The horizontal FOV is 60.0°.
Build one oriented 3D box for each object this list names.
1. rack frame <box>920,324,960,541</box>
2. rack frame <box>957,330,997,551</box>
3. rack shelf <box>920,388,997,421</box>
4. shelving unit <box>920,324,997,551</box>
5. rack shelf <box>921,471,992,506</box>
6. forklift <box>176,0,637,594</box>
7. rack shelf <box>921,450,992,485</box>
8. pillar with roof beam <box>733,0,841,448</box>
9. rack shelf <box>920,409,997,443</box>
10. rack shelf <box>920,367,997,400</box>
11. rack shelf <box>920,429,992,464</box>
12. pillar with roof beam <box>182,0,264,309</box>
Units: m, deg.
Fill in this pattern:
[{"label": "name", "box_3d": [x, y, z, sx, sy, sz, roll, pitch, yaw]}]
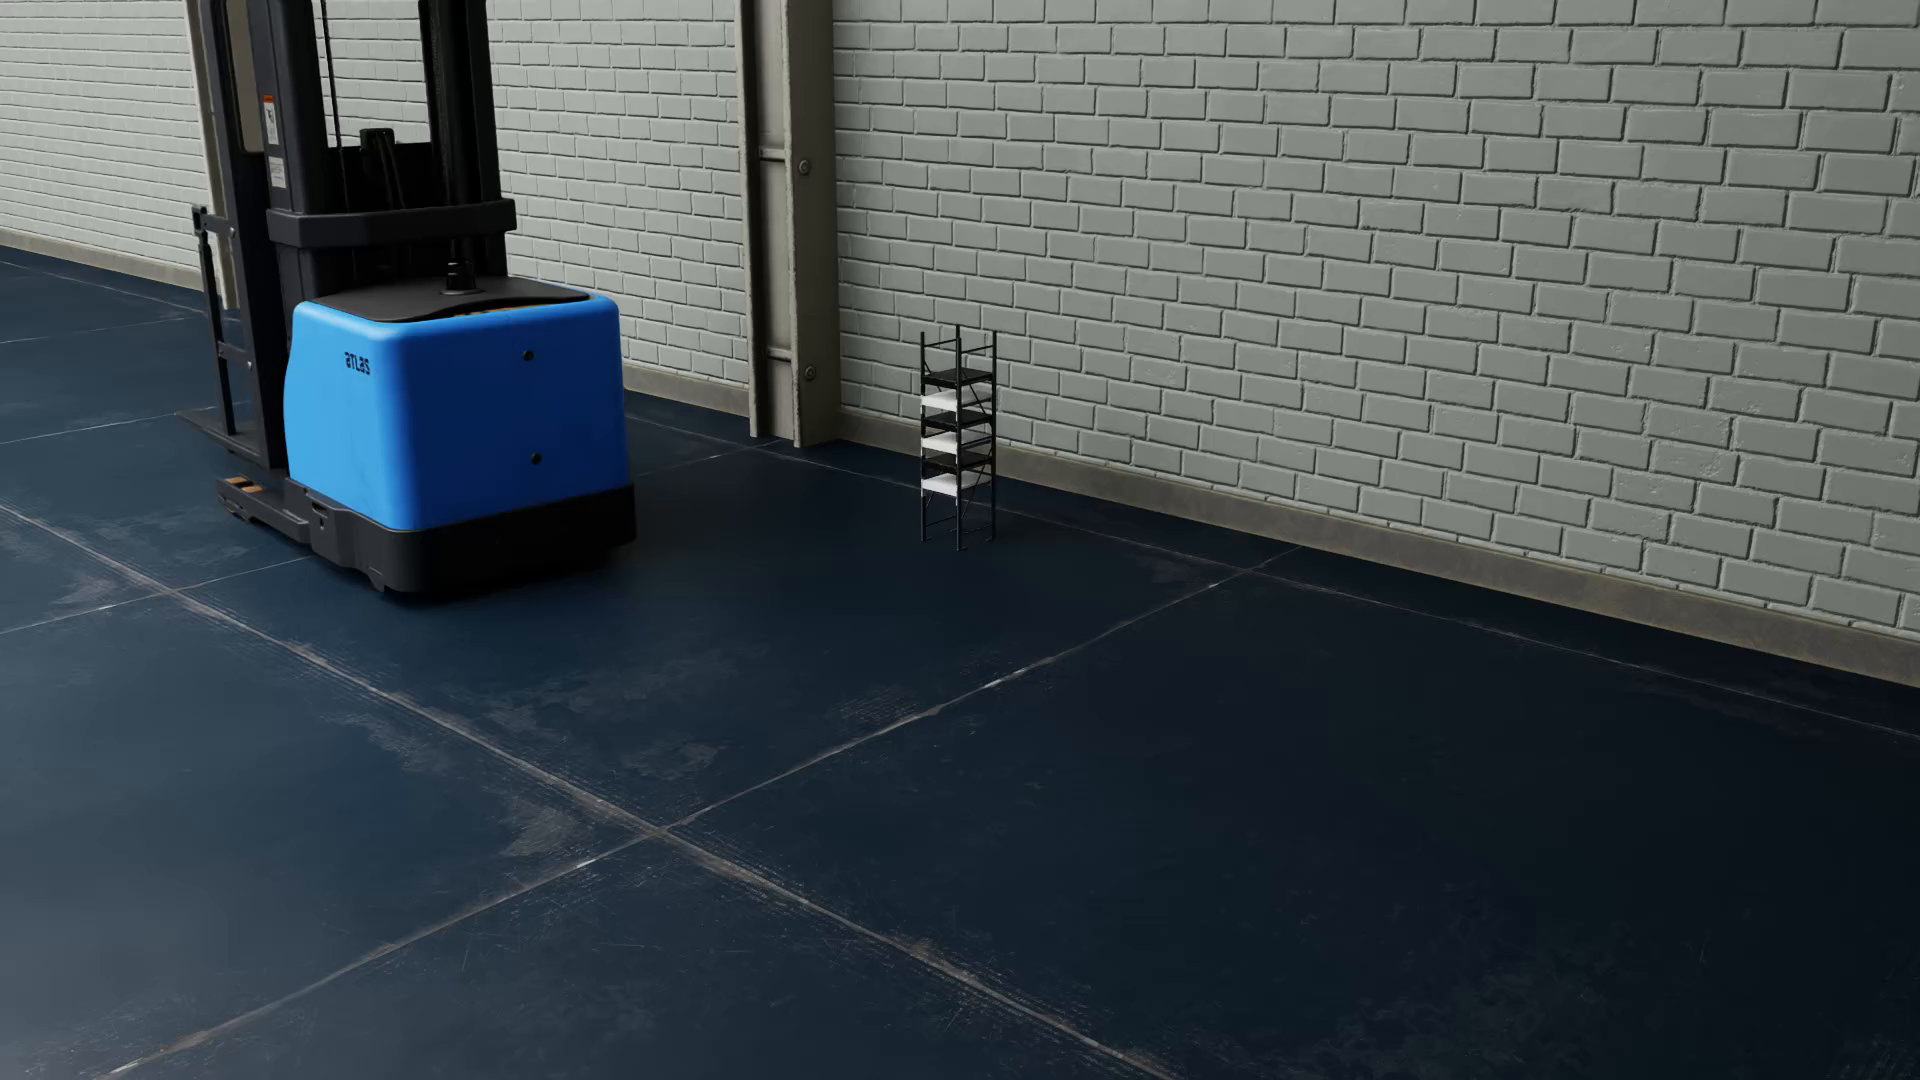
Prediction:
[{"label": "rack frame", "box_3d": [-0.082, -0.451, 7.045, 0.006, 0.900, 0.240, 15, 23, 39]}, {"label": "rack frame", "box_3d": [0.070, -0.410, 6.916, 0.006, 0.900, 0.240, 15, 23, 39]}, {"label": "rack shelf", "box_3d": [-0.006, -0.570, 6.936, 0.200, 0.077, 0.258, 15, 23, 39]}, {"label": "shelving unit", "box_3d": [-0.006, -0.431, 6.981, 0.210, 0.900, 0.258, 15, 23, 39]}, {"label": "rack shelf", "box_3d": [-0.006, -0.227, 7.045, 0.200, 0.077, 0.258, 15, 23, 39]}, {"label": "forklift", "box_3d": [-2.703, -1.564, 7.193, 1.130, 2.935, 3.031, -15, 23, -40]}, {"label": "rack shelf", "box_3d": [-0.006, -0.313, 7.018, 0.200, 0.077, 0.258, 15, 23, 39]}, {"label": "pillar with roof beam", "box_3d": [-3.729, -3.867, 4.419, 0.400, 9.000, 9.100, 15, 23, 39]}, {"label": "rack shelf", "box_3d": [-0.006, -0.485, 6.964, 0.200, 0.077, 0.258, 15, 23, 39]}, {"label": "rack shelf", "box_3d": [-0.006, -0.656, 6.909, 0.200, 0.077, 0.258, 15, 23, 39]}, {"label": "rack shelf", "box_3d": [-0.006, -0.399, 6.991, 0.200, 0.077, 0.258, 15, 23, 39]}, {"label": "pillar with roof beam", "box_3d": [-8.217, -5.071, 8.215, 0.400, 9.000, 9.100, 15, 23, 39]}]
